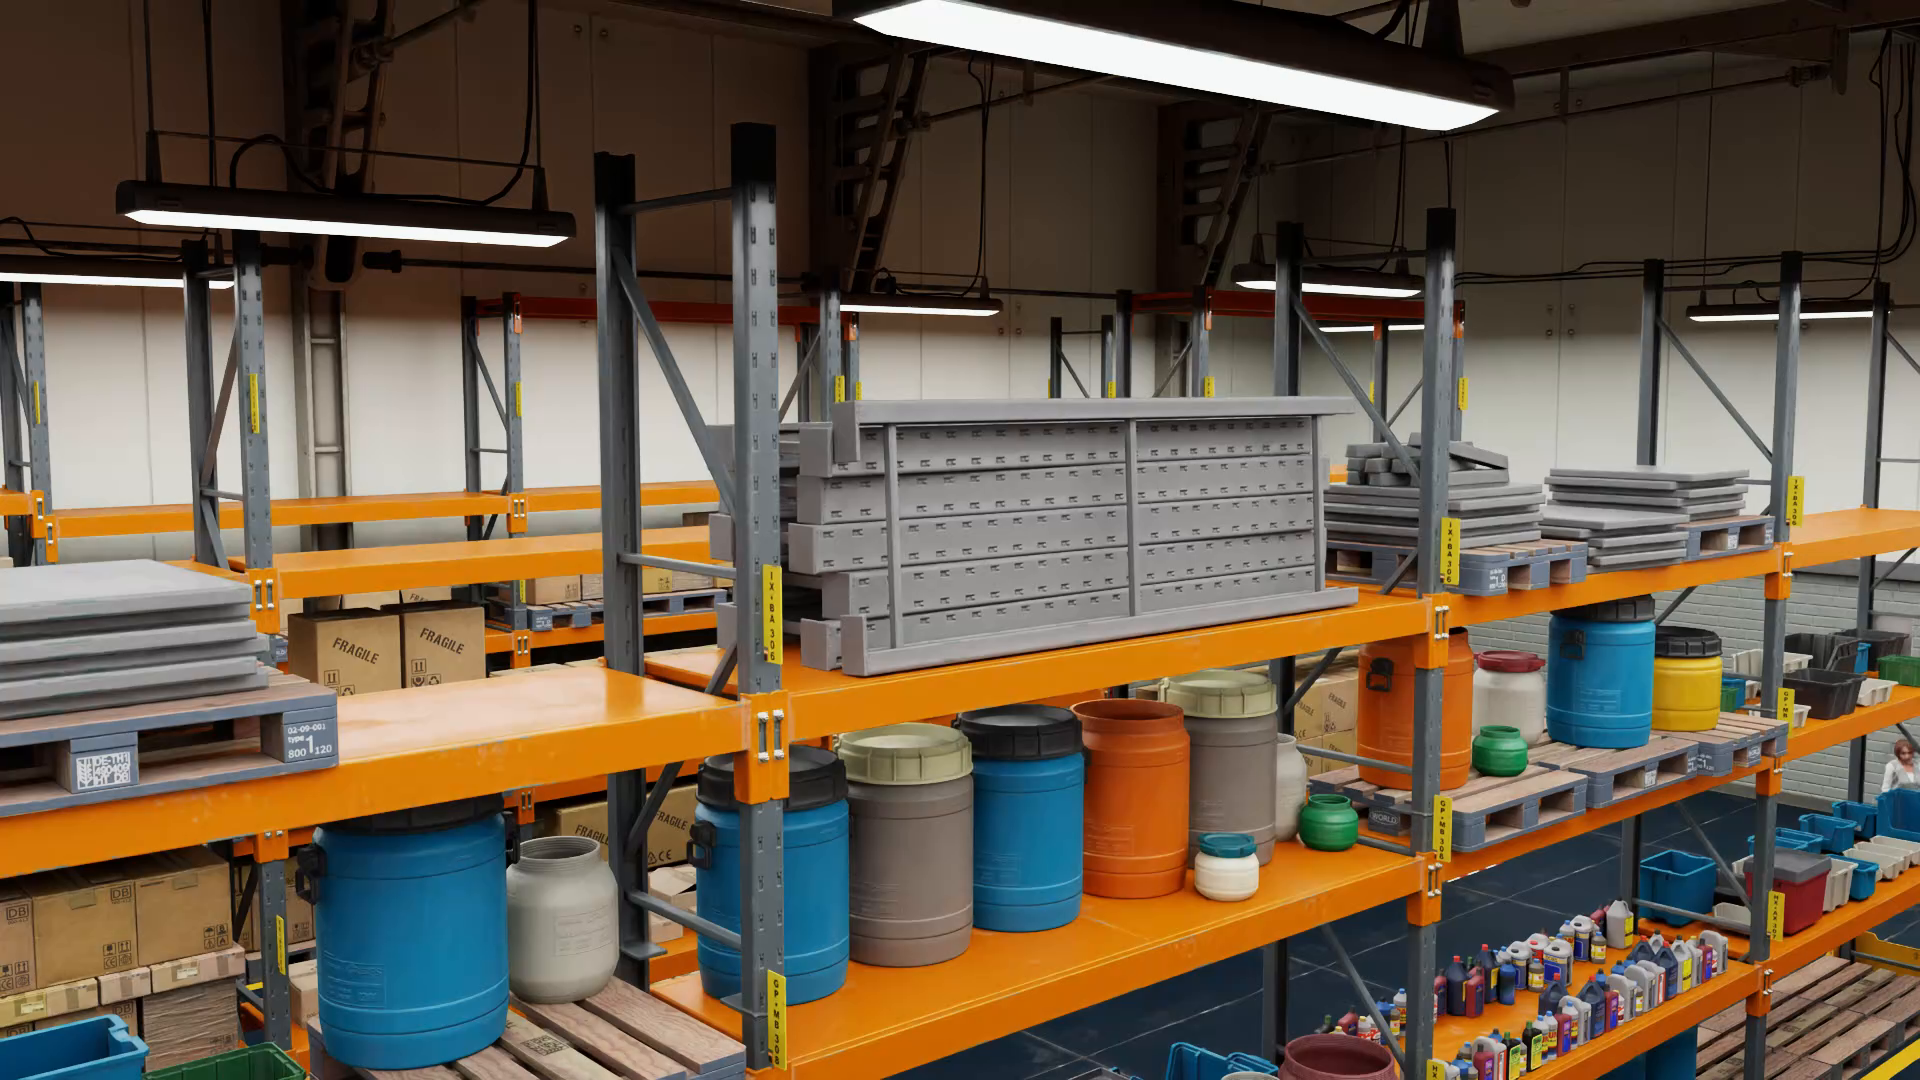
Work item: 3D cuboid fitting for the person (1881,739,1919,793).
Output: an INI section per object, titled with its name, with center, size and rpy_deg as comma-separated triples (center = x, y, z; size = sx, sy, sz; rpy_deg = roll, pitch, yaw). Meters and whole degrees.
[person]
center = 9.786, 2.788, 17.235
size = 0.406, 1.478, 0.905
rpy_deg = -1, 5, -8
